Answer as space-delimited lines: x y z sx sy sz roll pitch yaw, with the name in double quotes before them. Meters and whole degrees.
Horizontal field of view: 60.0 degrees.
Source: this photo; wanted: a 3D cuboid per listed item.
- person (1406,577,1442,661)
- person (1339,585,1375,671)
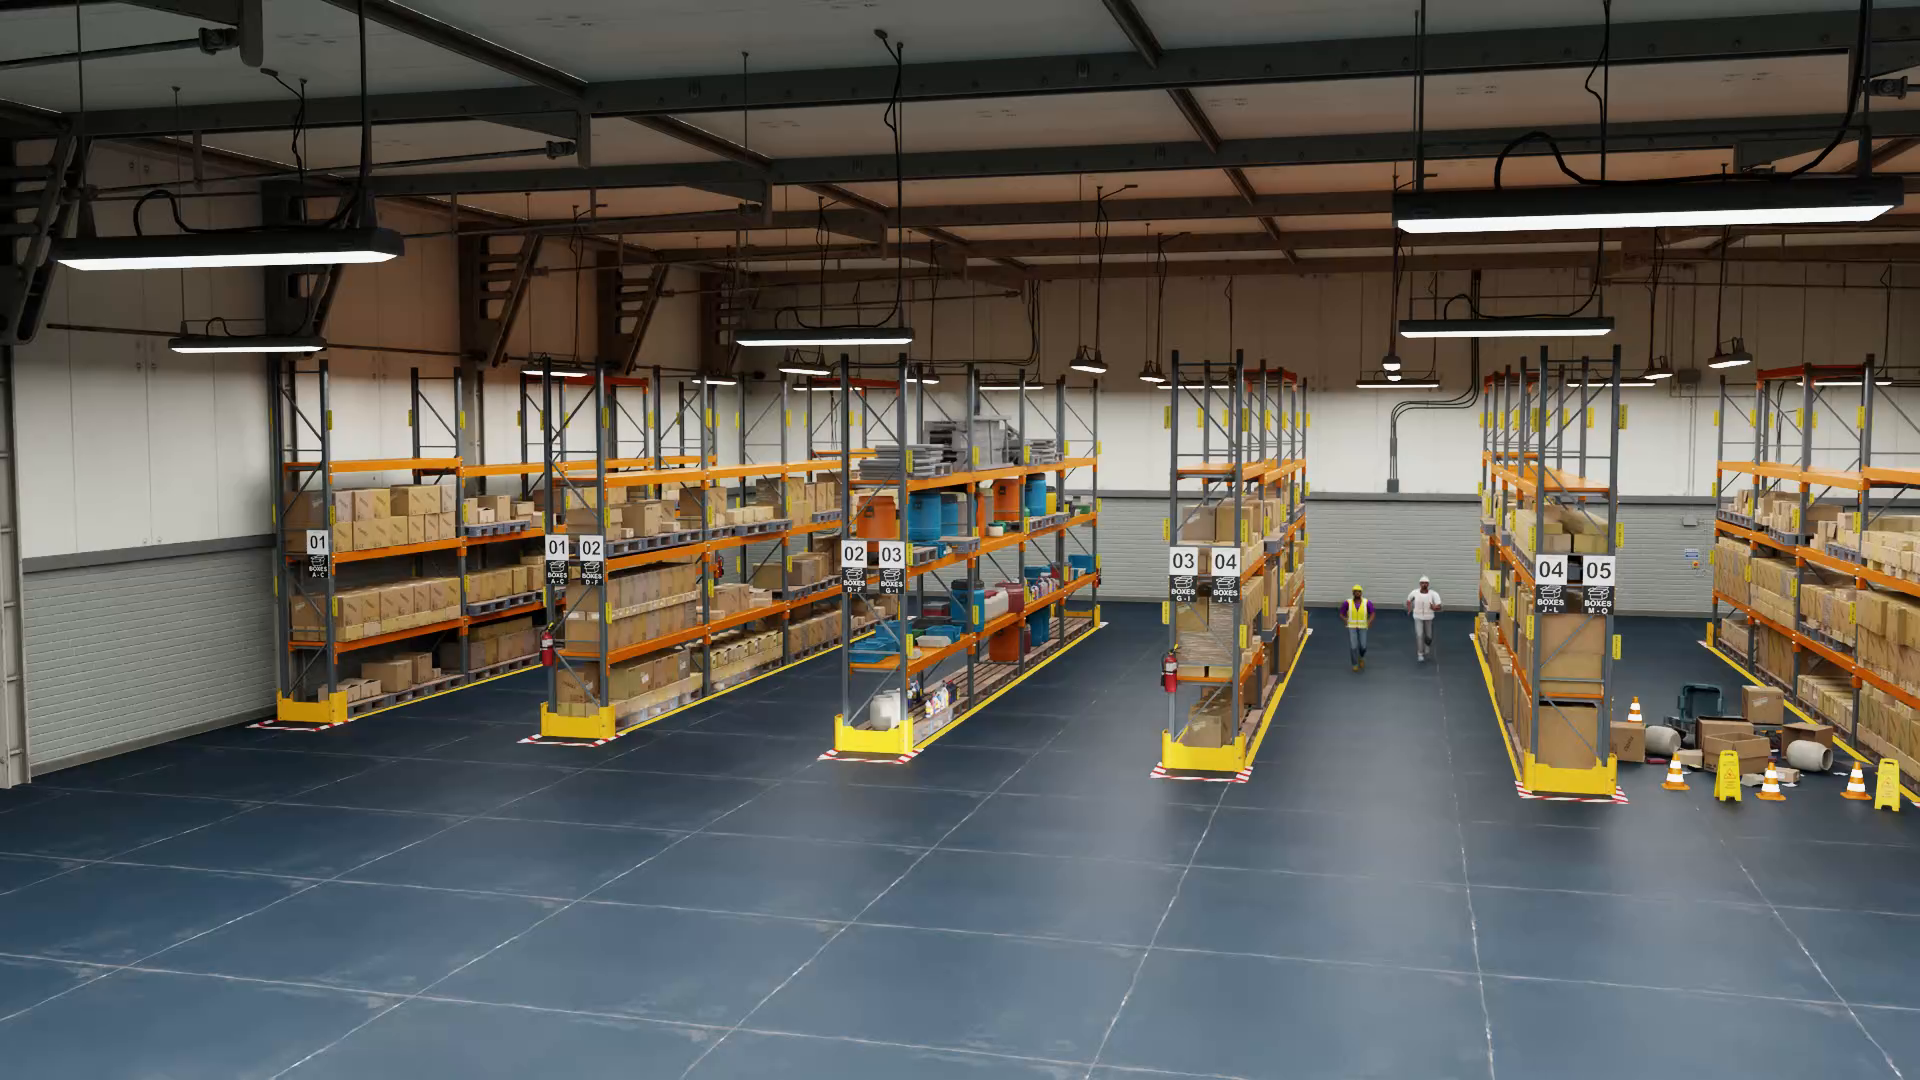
"person" 9.661 1.632 34.654 0.713 1.745 0.933 1 4 15
"person" 7.912 1.758 33.123 0.694 1.720 0.595 1 4 11
